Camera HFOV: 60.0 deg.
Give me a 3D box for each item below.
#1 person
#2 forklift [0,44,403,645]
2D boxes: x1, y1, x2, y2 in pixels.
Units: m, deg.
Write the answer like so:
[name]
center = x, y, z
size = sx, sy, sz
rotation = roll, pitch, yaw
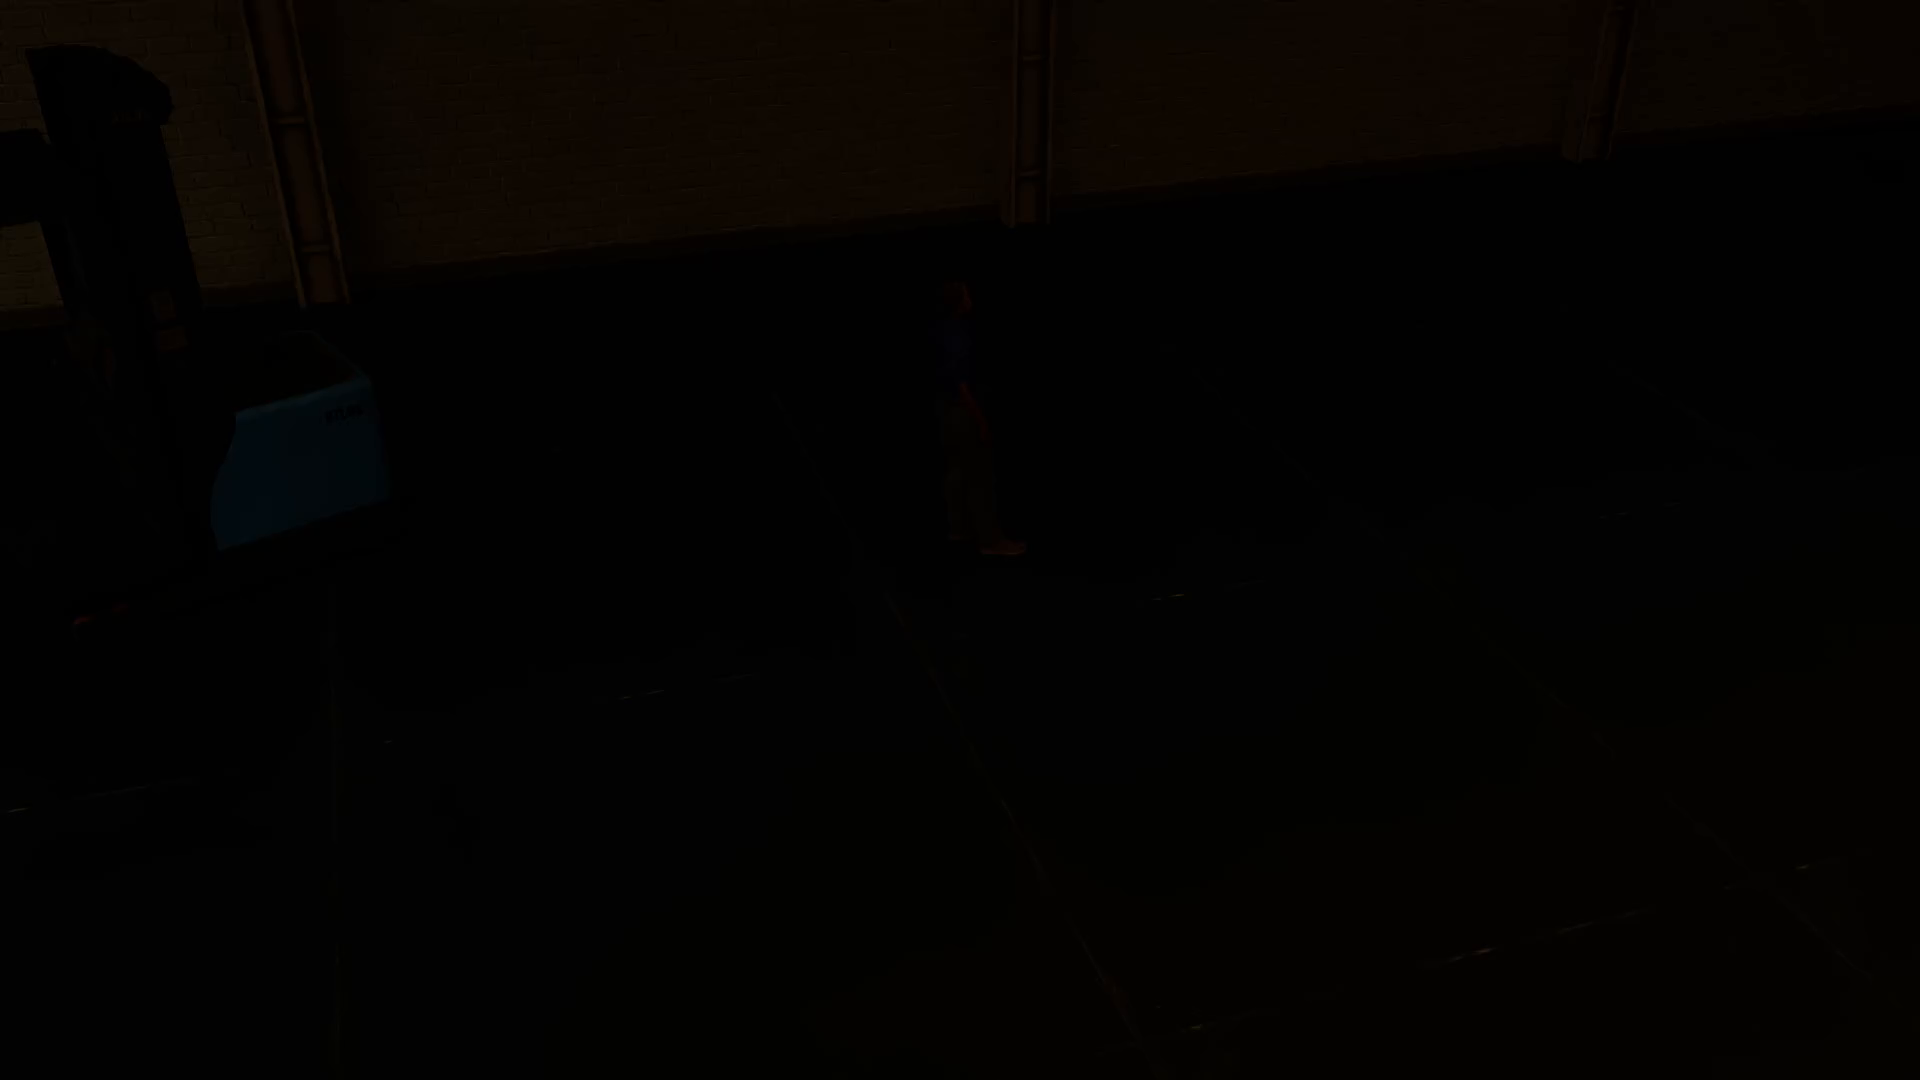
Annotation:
[person]
center = 0.089, -0.728, 9.618
size = 0.503, 1.654, 0.570
rotation = -10, 31, -16
[forklift]
center = -4.817, -0.997, 8.819
size = 3.031, 2.935, 1.130
rotation = -22, 36, -33
